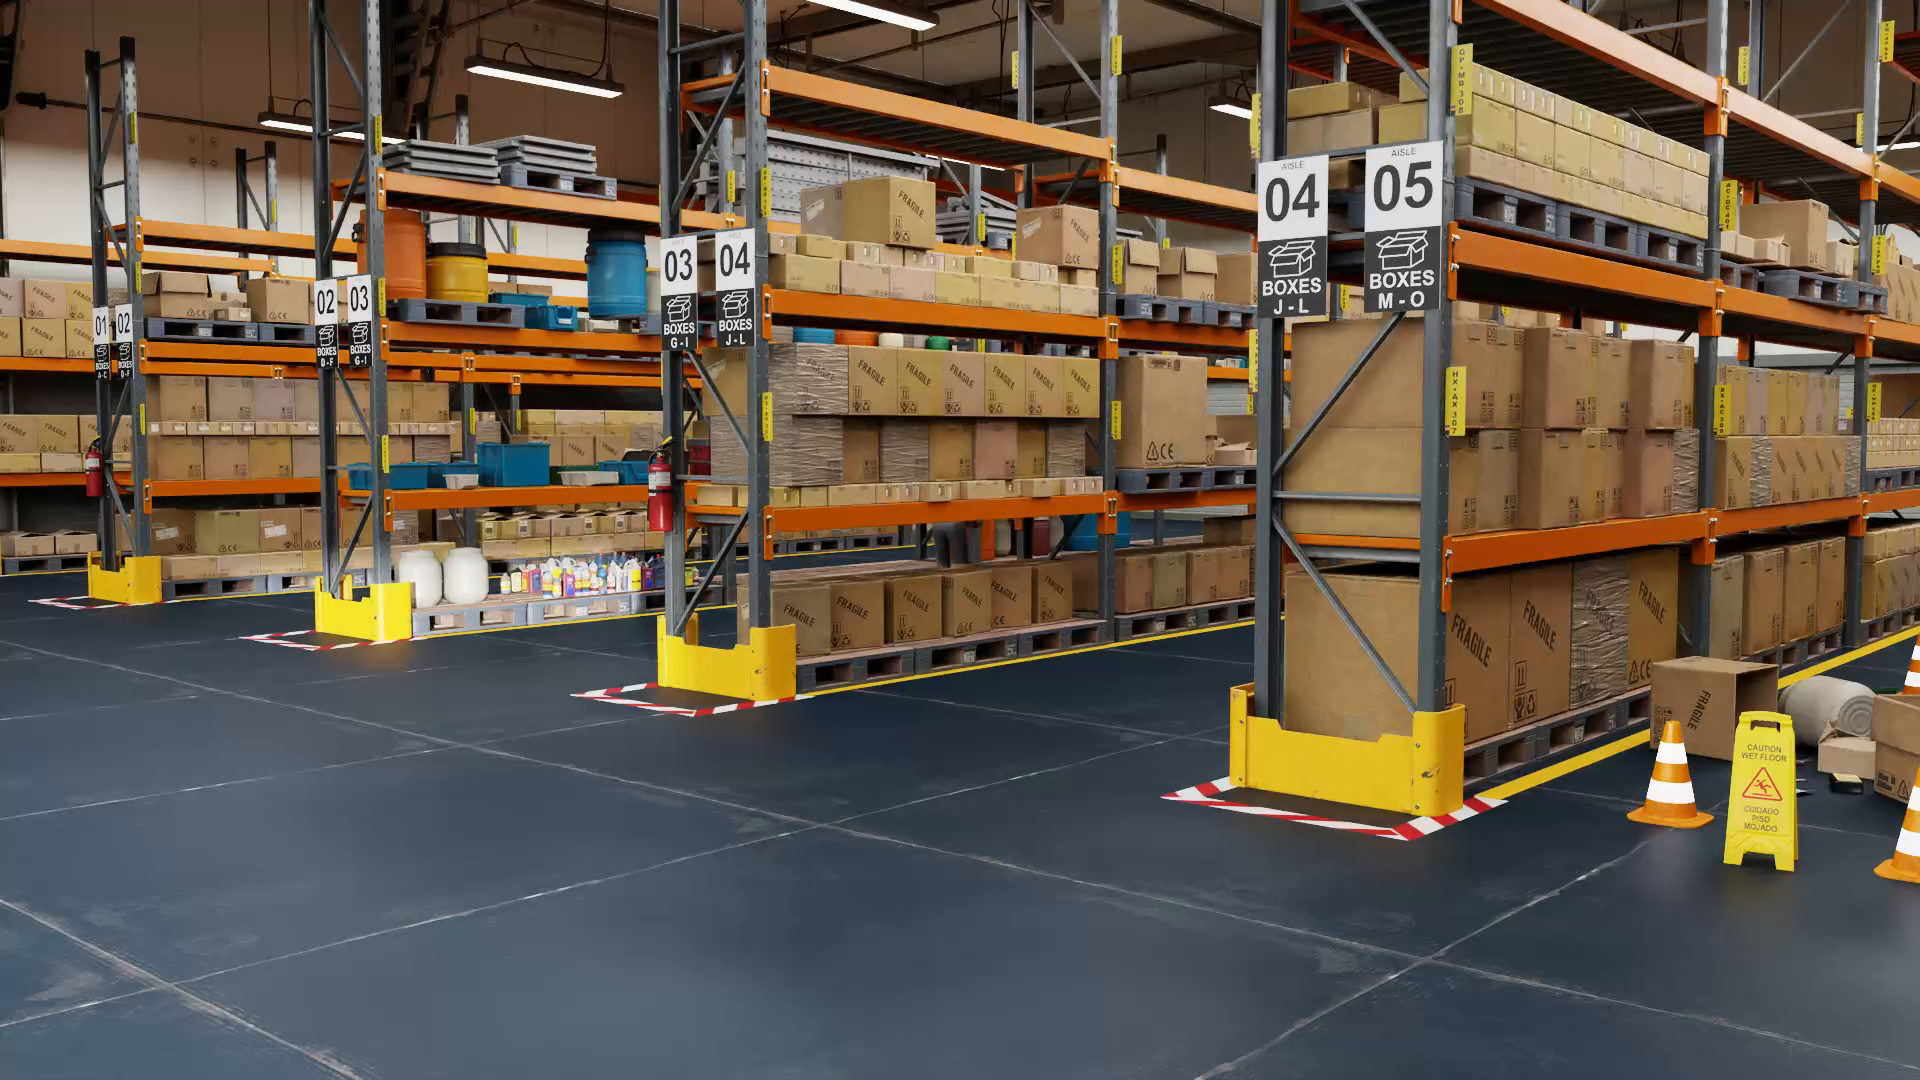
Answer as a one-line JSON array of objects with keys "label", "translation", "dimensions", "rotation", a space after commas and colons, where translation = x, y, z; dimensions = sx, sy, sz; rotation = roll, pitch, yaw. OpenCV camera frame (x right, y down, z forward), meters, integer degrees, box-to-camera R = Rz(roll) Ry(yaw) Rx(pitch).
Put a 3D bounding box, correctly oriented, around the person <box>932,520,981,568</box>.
[{"label": "person", "translation": [-0.044, -0.104, 17.228], "dimensions": [0.445, 1.656, 0.496], "rotation": [3, 5, 41]}]
